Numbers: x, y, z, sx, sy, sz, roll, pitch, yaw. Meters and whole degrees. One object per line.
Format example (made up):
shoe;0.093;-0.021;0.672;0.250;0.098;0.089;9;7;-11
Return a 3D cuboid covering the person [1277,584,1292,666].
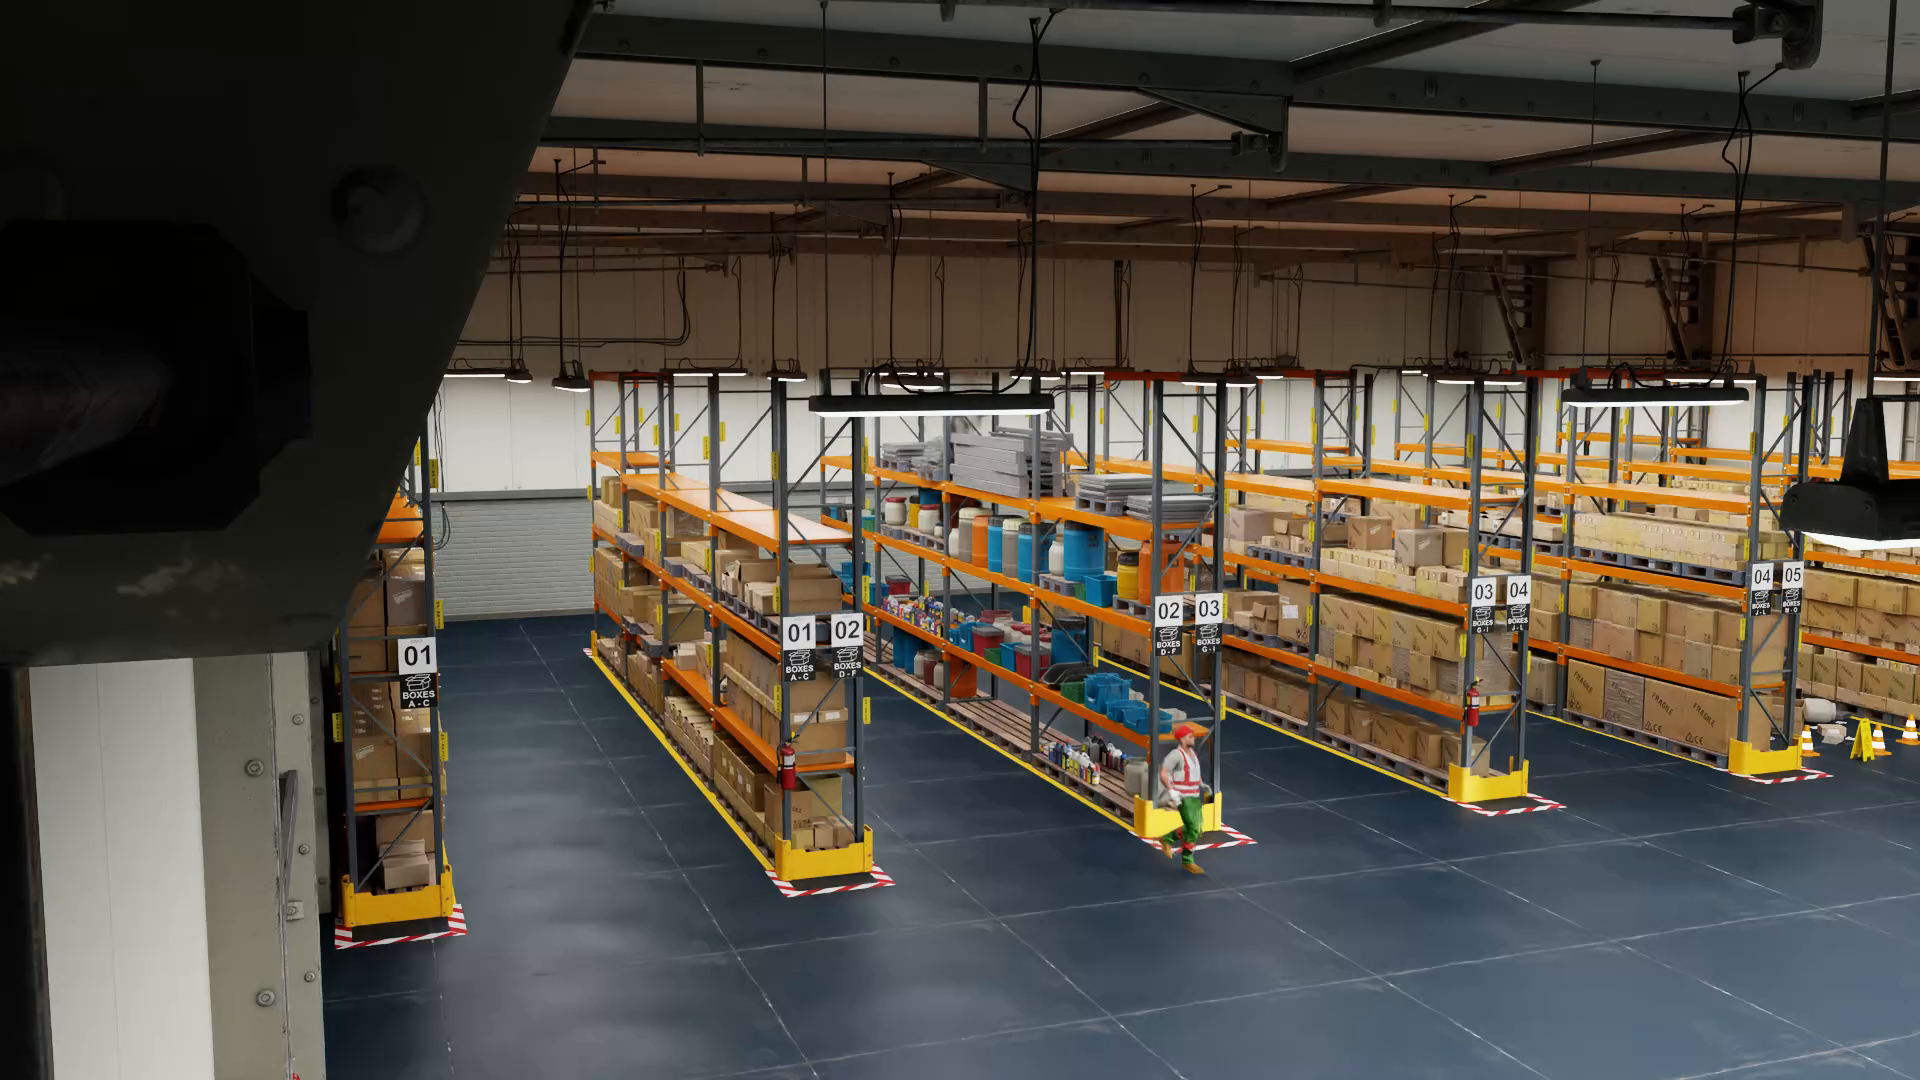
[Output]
person;6.571;1.694;34.089;0.601;1.648;0.934;-3;7;-25

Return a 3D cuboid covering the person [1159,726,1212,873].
person;2.791;3.183;20.598;0.660;1.747;0.720;5;8;37
